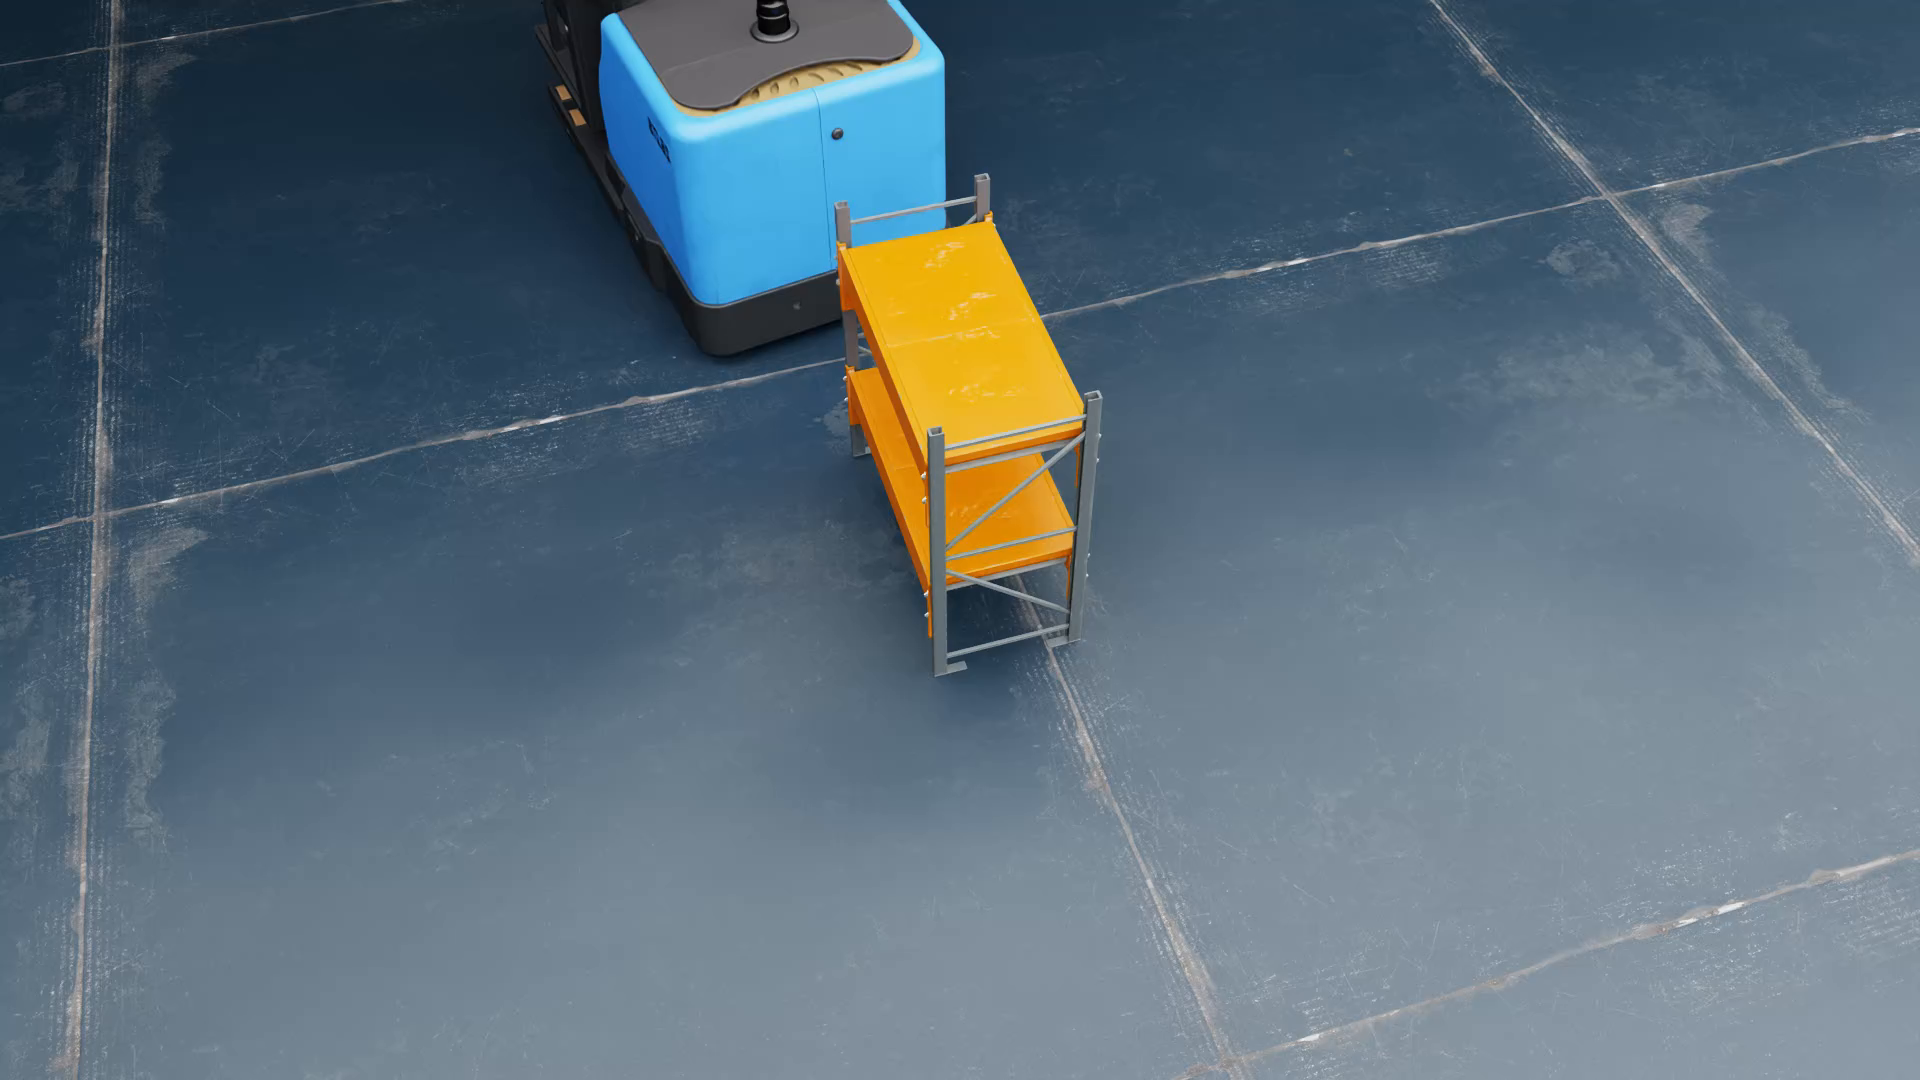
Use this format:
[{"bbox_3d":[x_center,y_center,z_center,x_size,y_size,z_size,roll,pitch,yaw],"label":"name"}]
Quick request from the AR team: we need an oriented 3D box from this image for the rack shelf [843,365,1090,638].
[{"bbox_3d":[0.002,-0.200,5.503,0.538,0.278,1.000,-13,51,-11],"label":"rack shelf"}]

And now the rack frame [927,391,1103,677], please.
[{"bbox_3d":[0.152,0.014,5.003,0.500,1.125,0.032,-13,51,-11],"label":"rack frame"}]

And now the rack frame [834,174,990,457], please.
[{"bbox_3d":[-0.148,-0.729,5.629,0.500,1.125,0.032,-13,51,-11],"label":"rack frame"}]

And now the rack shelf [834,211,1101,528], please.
[{"bbox_3d":[0.002,-0.546,5.092,0.538,0.278,1.000,-13,51,-11],"label":"rack shelf"}]

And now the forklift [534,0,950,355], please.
[{"bbox_3d":[-1.140,-2.778,6.175,1.130,2.935,3.031,-21,53,-17],"label":"forklift"}]

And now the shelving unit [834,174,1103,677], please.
[{"bbox_3d":[0.002,-0.358,5.316,0.538,1.125,1.048,-13,51,-11],"label":"shelving unit"}]
